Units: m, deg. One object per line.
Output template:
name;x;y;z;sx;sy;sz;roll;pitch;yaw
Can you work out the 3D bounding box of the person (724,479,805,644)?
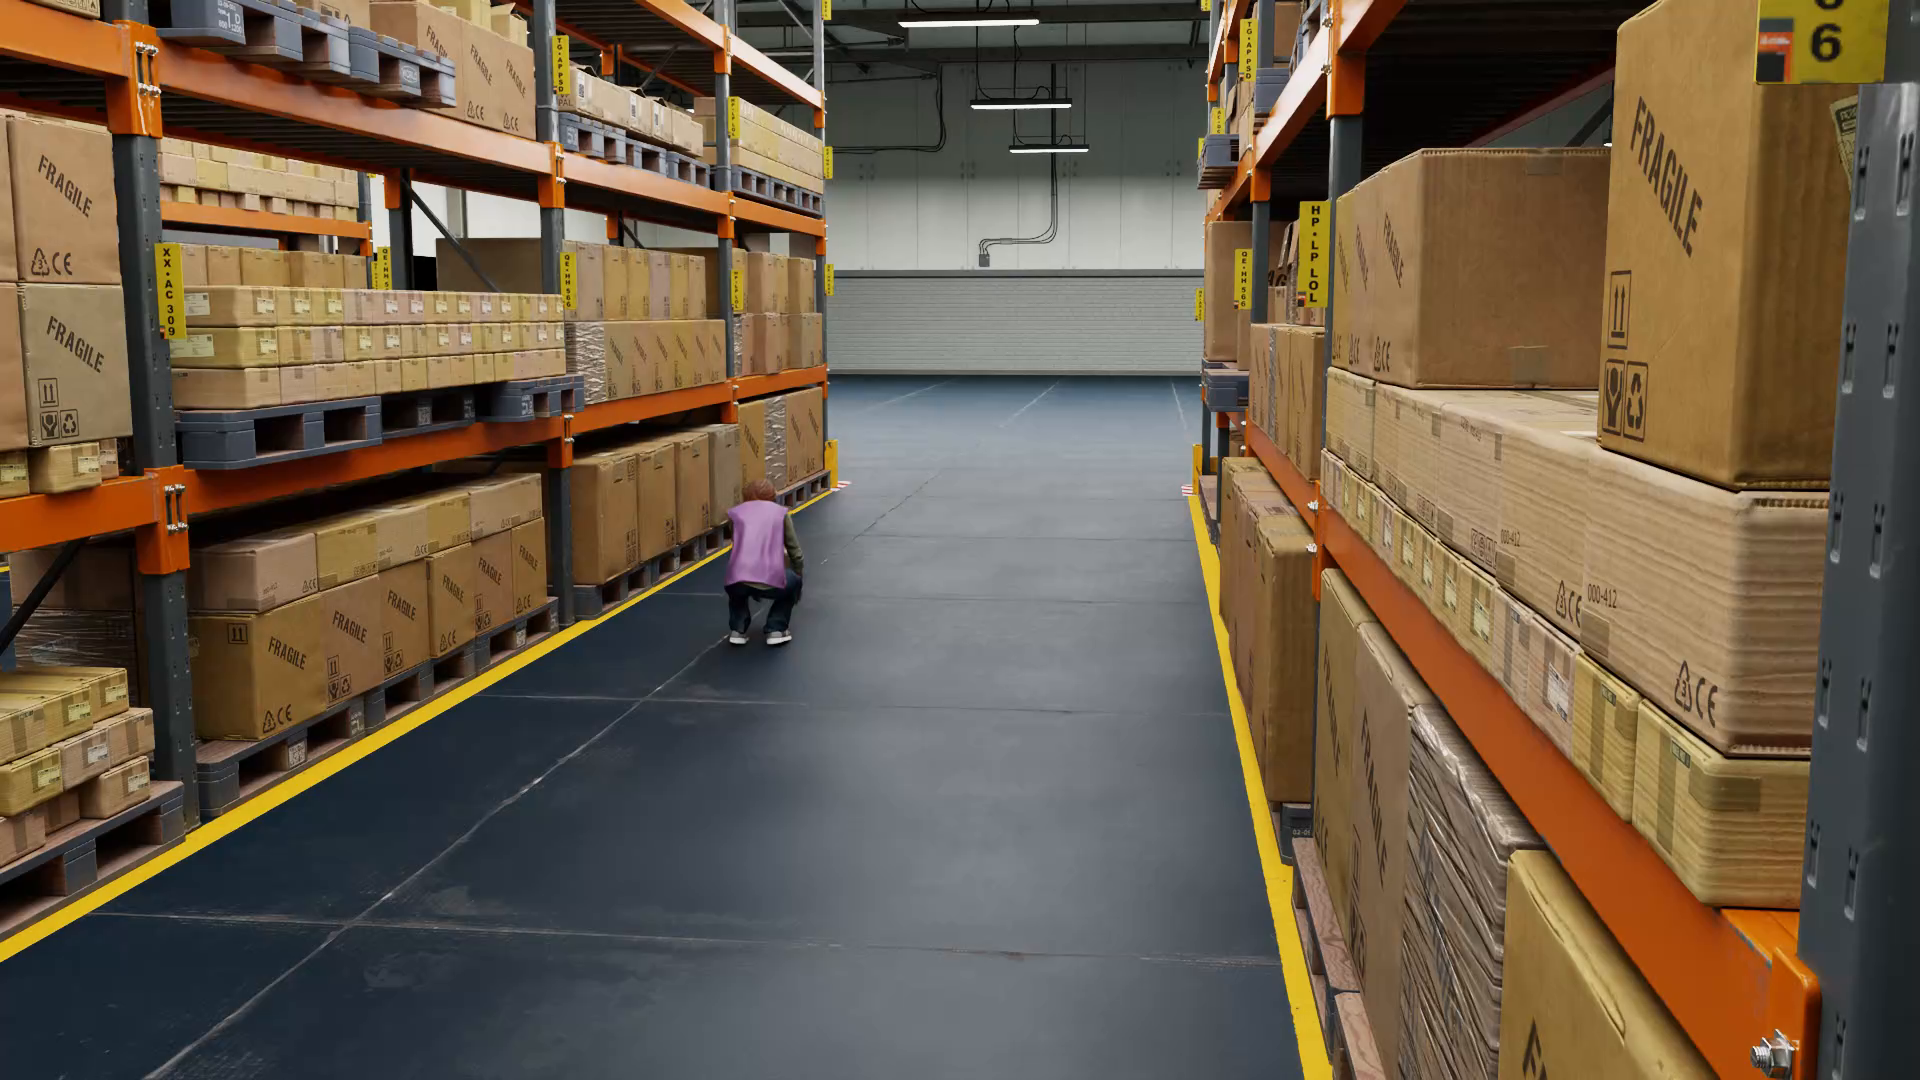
person;-1.134;0.130;9.530;0.430;0.892;0.814;1;8;5
